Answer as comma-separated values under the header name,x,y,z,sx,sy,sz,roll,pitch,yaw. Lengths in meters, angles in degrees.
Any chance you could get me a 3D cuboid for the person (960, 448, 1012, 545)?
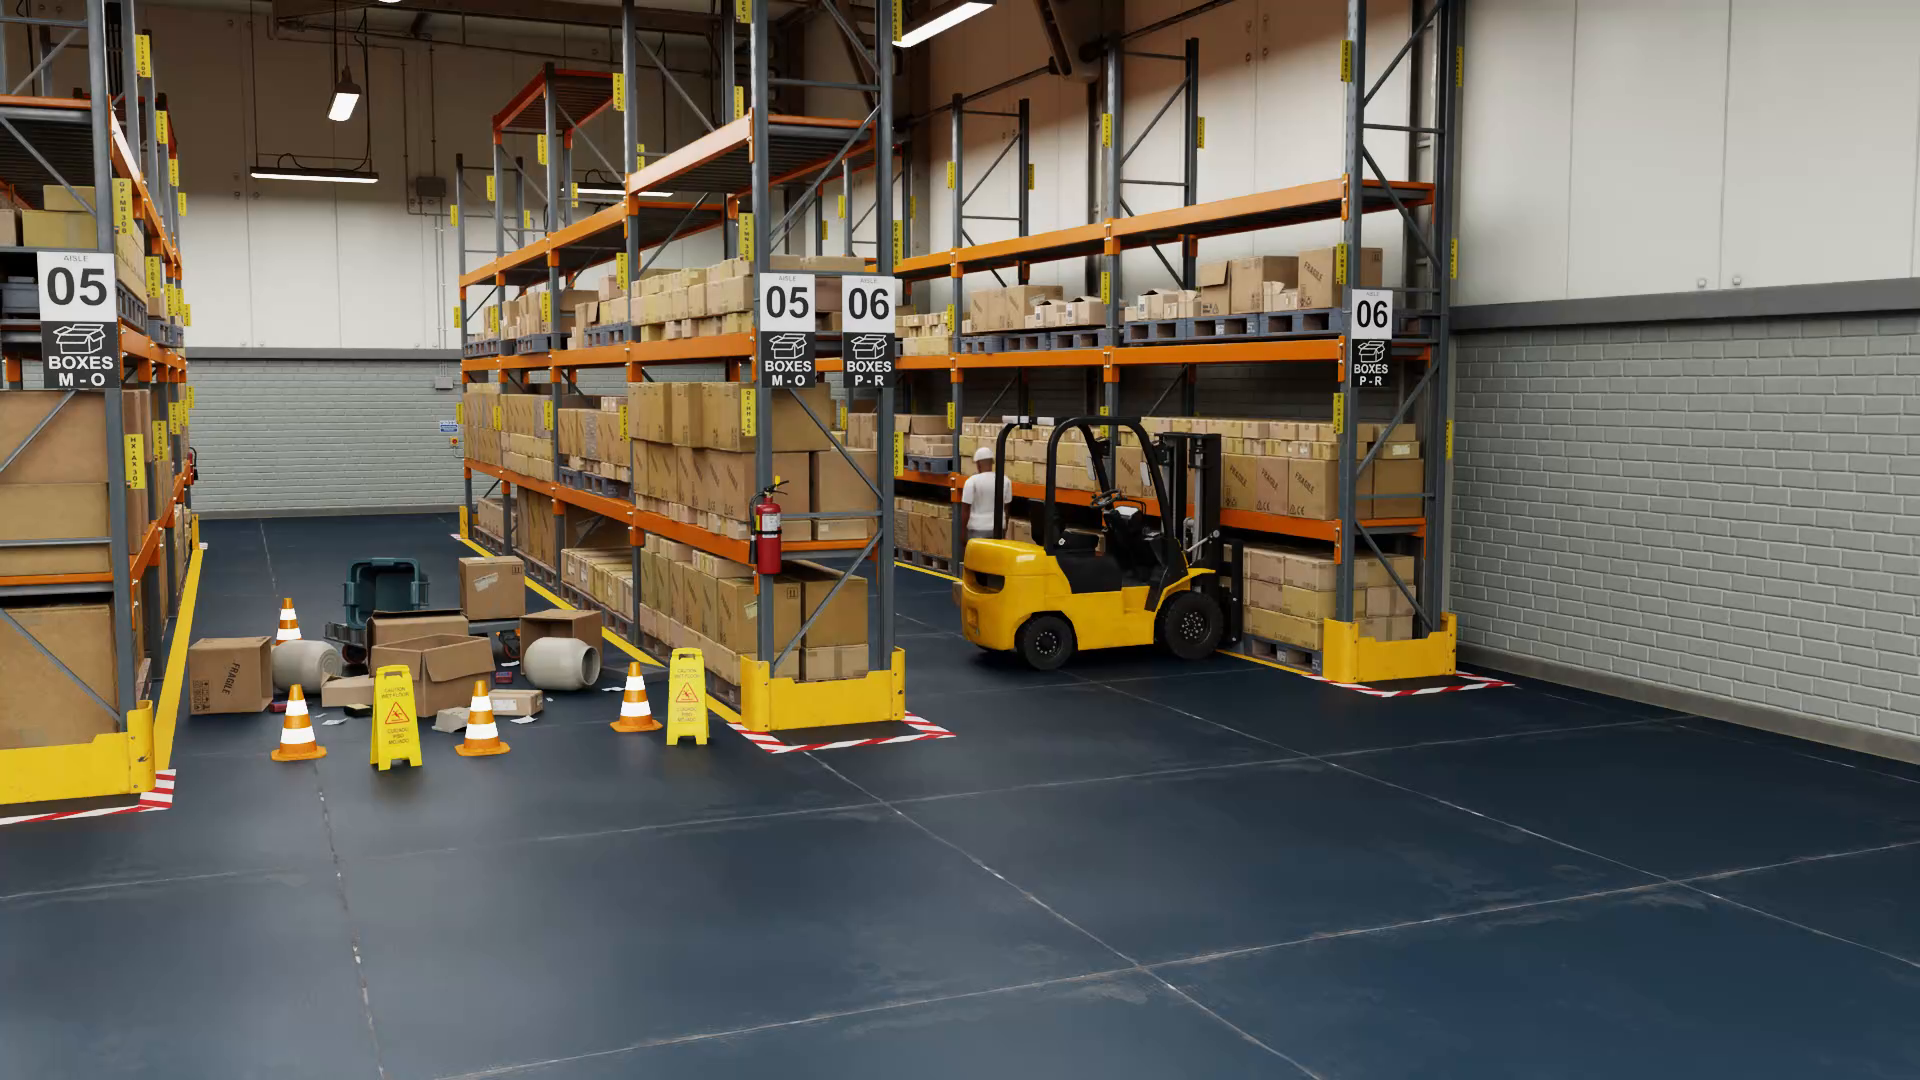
name,x,y,z,sx,sy,sz,roll,pitch,yaw
person,0.268,-0.110,17.830,0.567,1.760,0.362,-2,6,-23
